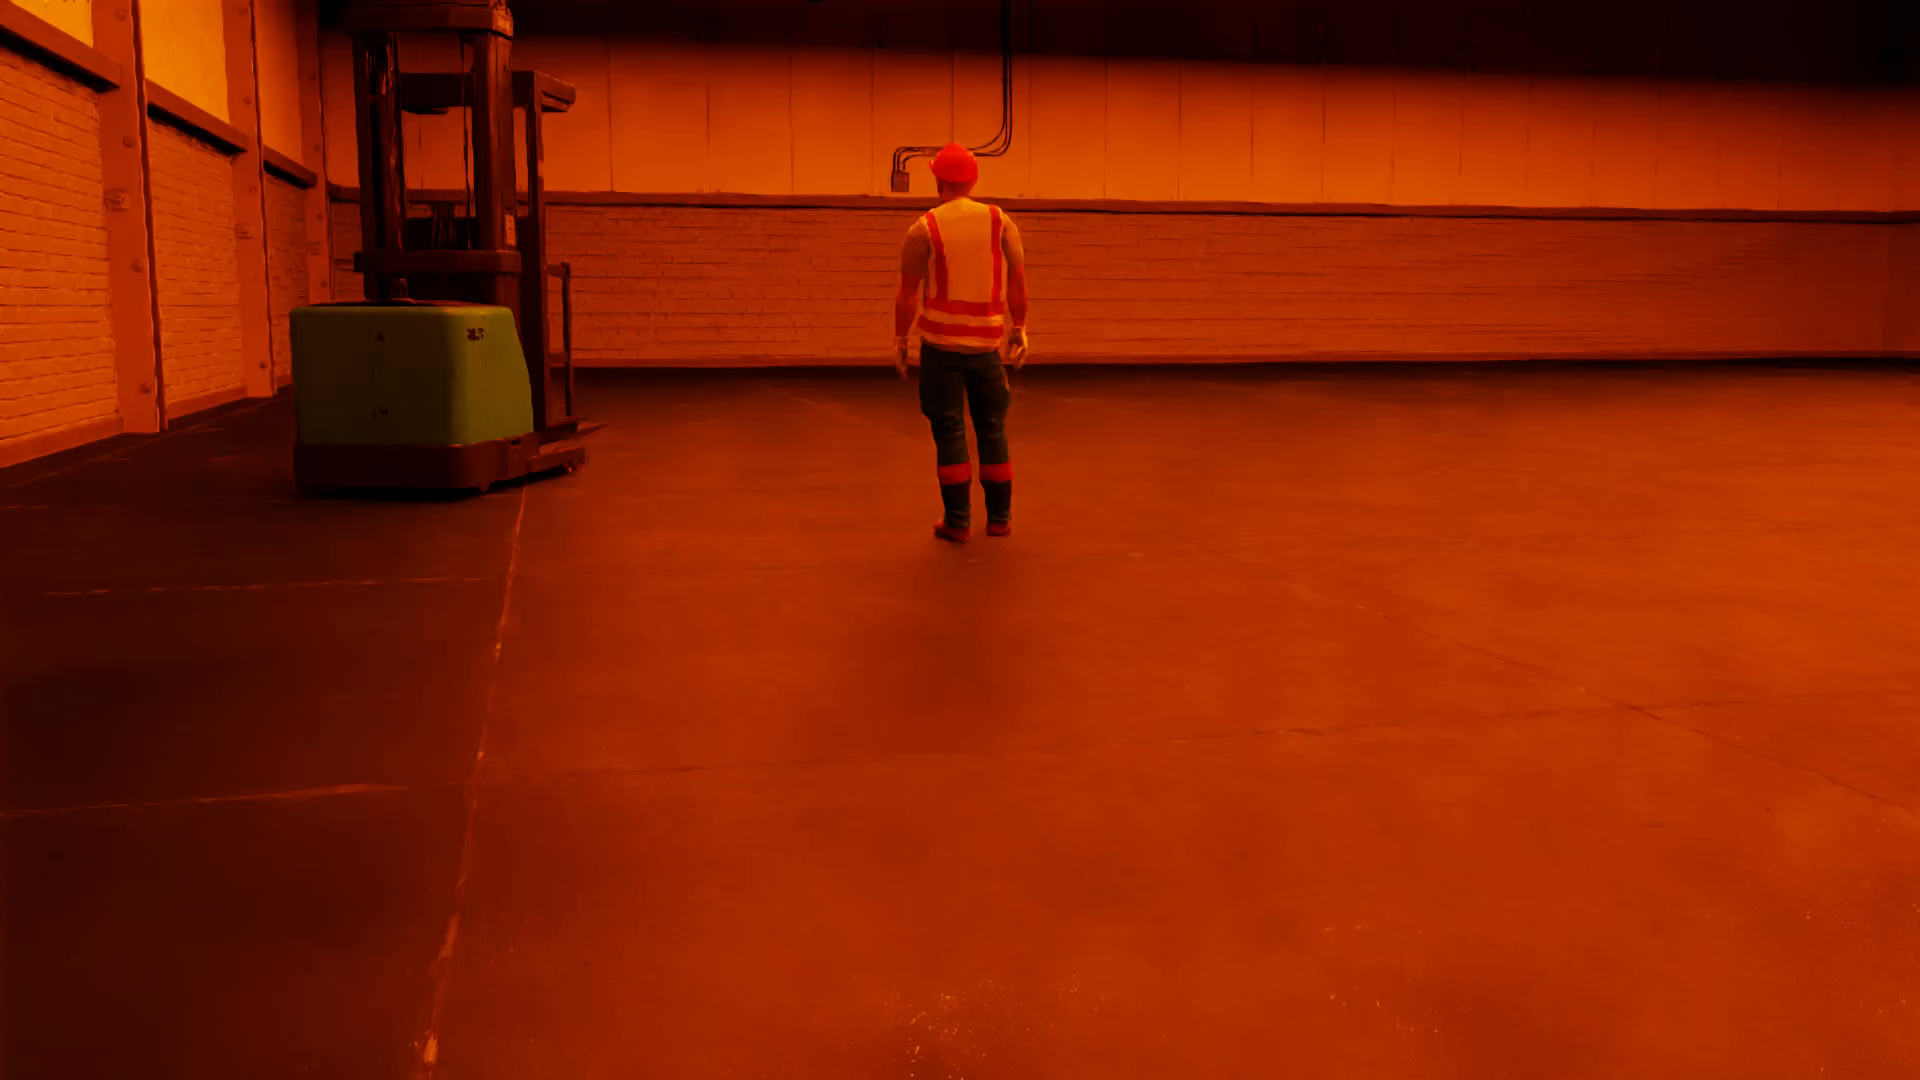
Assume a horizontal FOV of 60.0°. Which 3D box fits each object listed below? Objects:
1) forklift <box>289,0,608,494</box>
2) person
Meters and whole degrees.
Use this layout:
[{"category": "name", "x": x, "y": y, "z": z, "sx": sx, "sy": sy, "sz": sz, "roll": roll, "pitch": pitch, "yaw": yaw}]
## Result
[{"category": "forklift", "x": -3.084, "y": -1.882, "z": 10.579, "sx": 1.130, "sy": 2.935, "sz": 3.031, "roll": 1, "pitch": 8, "yaw": 6}, {"category": "person", "x": -0.008, "y": -0.904, "z": 7.662, "sx": 0.637, "sy": 1.787, "sz": 0.563, "roll": -2, "pitch": 8, "yaw": -13}]
